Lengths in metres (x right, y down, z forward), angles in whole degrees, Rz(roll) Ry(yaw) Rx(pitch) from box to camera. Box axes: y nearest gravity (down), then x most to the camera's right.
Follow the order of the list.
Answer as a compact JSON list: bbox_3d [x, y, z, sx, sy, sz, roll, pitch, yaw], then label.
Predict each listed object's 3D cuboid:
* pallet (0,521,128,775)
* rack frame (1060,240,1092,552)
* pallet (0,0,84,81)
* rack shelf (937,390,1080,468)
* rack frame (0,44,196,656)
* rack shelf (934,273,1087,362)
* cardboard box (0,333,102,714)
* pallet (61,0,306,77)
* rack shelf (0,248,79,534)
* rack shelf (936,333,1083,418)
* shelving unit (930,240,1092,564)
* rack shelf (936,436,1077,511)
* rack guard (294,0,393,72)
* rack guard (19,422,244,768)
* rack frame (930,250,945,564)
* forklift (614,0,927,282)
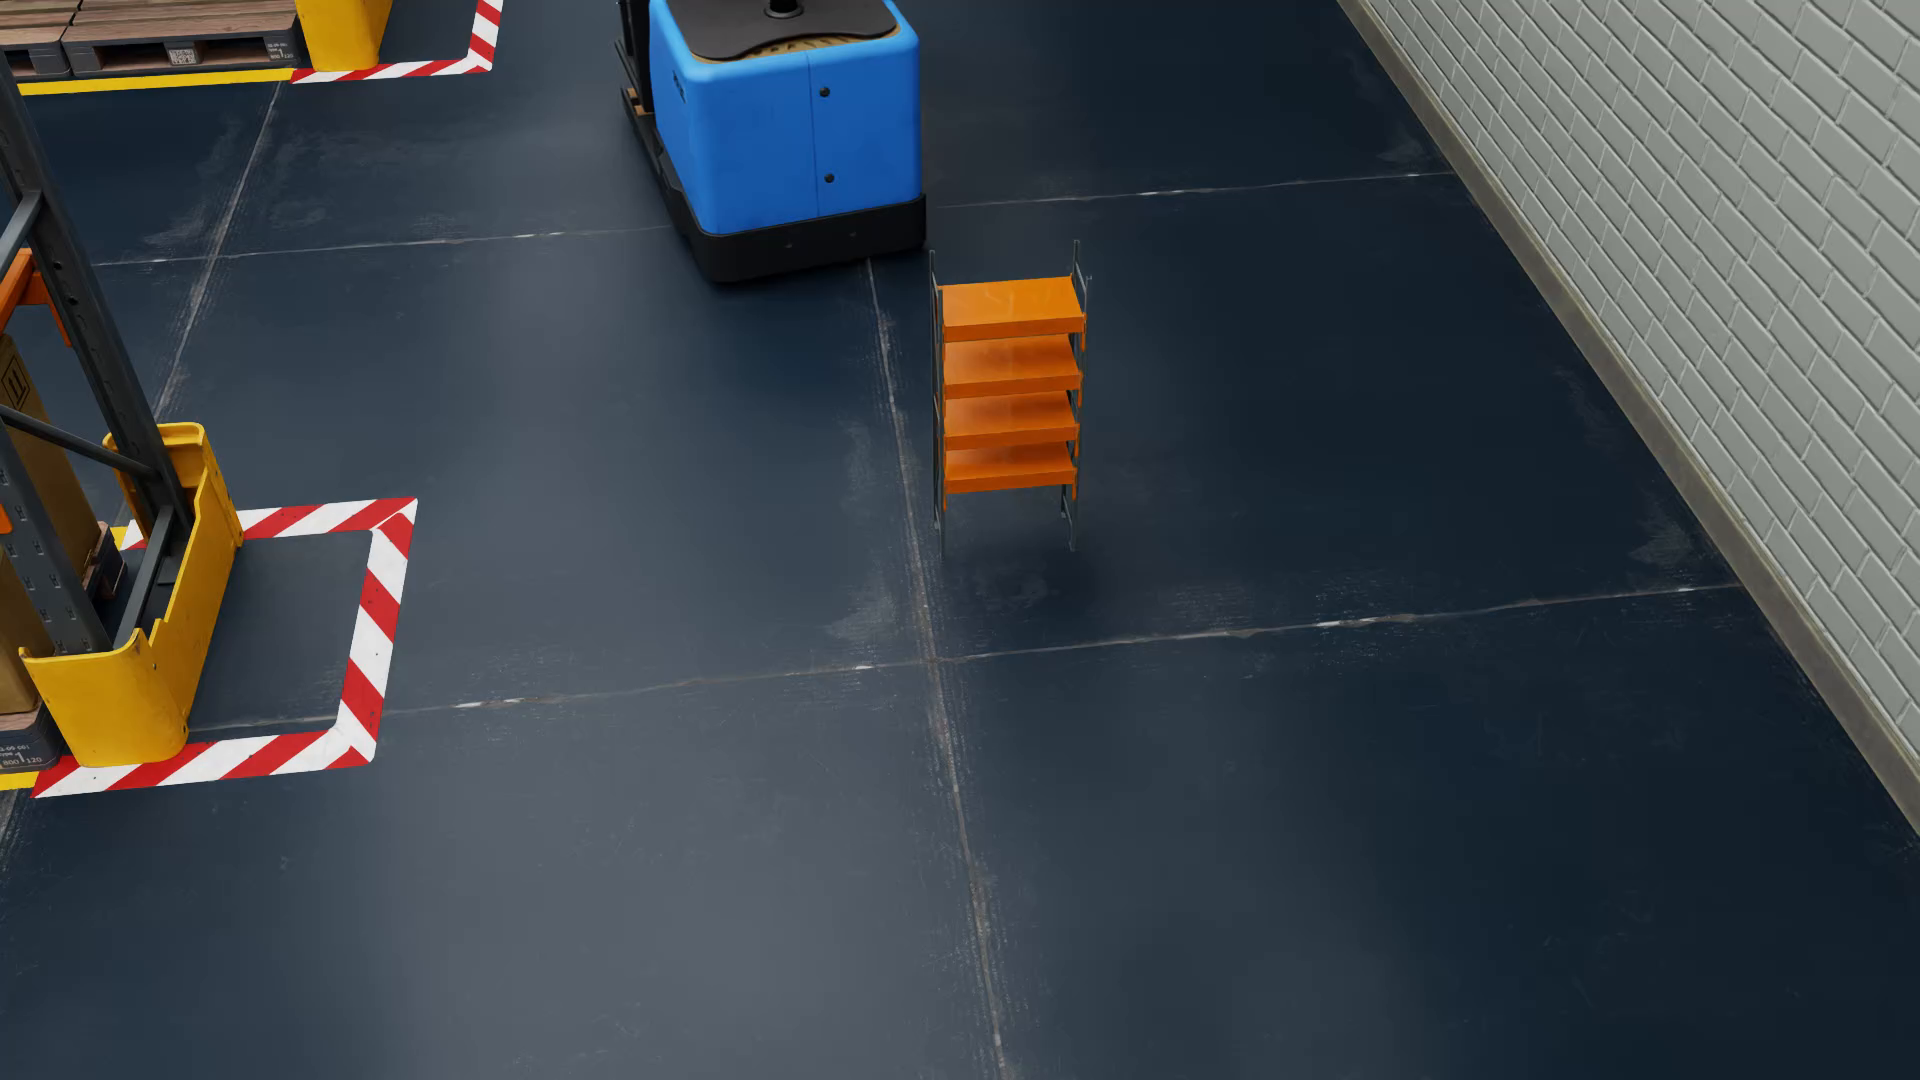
[{"bbox_3d":[-3.607,0.391,5.658,1.213,0.211,1.003,-5,42,-6],"label":"pallet"},{"bbox_3d":[0.406,-0.481,5.888,0.015,1.200,0.240,-5,42,-6],"label":"rack frame"},{"bbox_3d":[-5.496,-2.870,9.274,1.213,0.211,1.003,-5,42,-6],"label":"pallet"},{"bbox_3d":[0.164,-0.410,5.909,0.480,0.148,0.258,-5,42,-6],"label":"rack shelf"},{"bbox_3d":[-2.824,-0.765,4.859,0.127,3.000,1.000,-5,42,-6],"label":"rack frame"},{"bbox_3d":[0.164,-0.752,5.601,0.480,0.148,0.258,-5,42,-6],"label":"rack shelf"},{"bbox_3d":[-3.448,-0.024,5.310,0.875,0.875,0.875,-5,42,-6],"label":"cardboard box"},{"bbox_3d":[-4.289,-2.974,9.389,1.213,0.211,1.003,-5,42,-6],"label":"pallet"},{"bbox_3d":[-4.807,-0.325,4.907,4.000,0.370,1.077,-5,42,-6],"label":"rack shelf"},{"bbox_3d":[0.164,-0.576,5.759,0.480,0.148,0.258,-5,42,-6],"label":"rack shelf"},{"bbox_3d":[0.164,-0.460,5.864,0.503,1.200,0.258,-5,42,-6],"label":"shelving unit"},{"bbox_3d":[0.164,-0.263,6.042,0.480,0.148,0.258,-5,42,-6],"label":"rack shelf"},{"bbox_3d":[-3.444,-3.137,9.355,0.348,0.500,1.175,-5,42,-6],"label":"rack guard"},{"bbox_3d":[-2.800,0.161,5.699,0.348,0.500,1.175,-5,42,-6],"label":"rack guard"},{"bbox_3d":[-0.078,-0.439,5.841,0.015,1.200,0.240,-5,42,-6],"label":"rack frame"},{"bbox_3d":[-1.121,-3.236,7.650,1.130,2.935,3.031,-13,44,-14],"label":"forklift"}]
